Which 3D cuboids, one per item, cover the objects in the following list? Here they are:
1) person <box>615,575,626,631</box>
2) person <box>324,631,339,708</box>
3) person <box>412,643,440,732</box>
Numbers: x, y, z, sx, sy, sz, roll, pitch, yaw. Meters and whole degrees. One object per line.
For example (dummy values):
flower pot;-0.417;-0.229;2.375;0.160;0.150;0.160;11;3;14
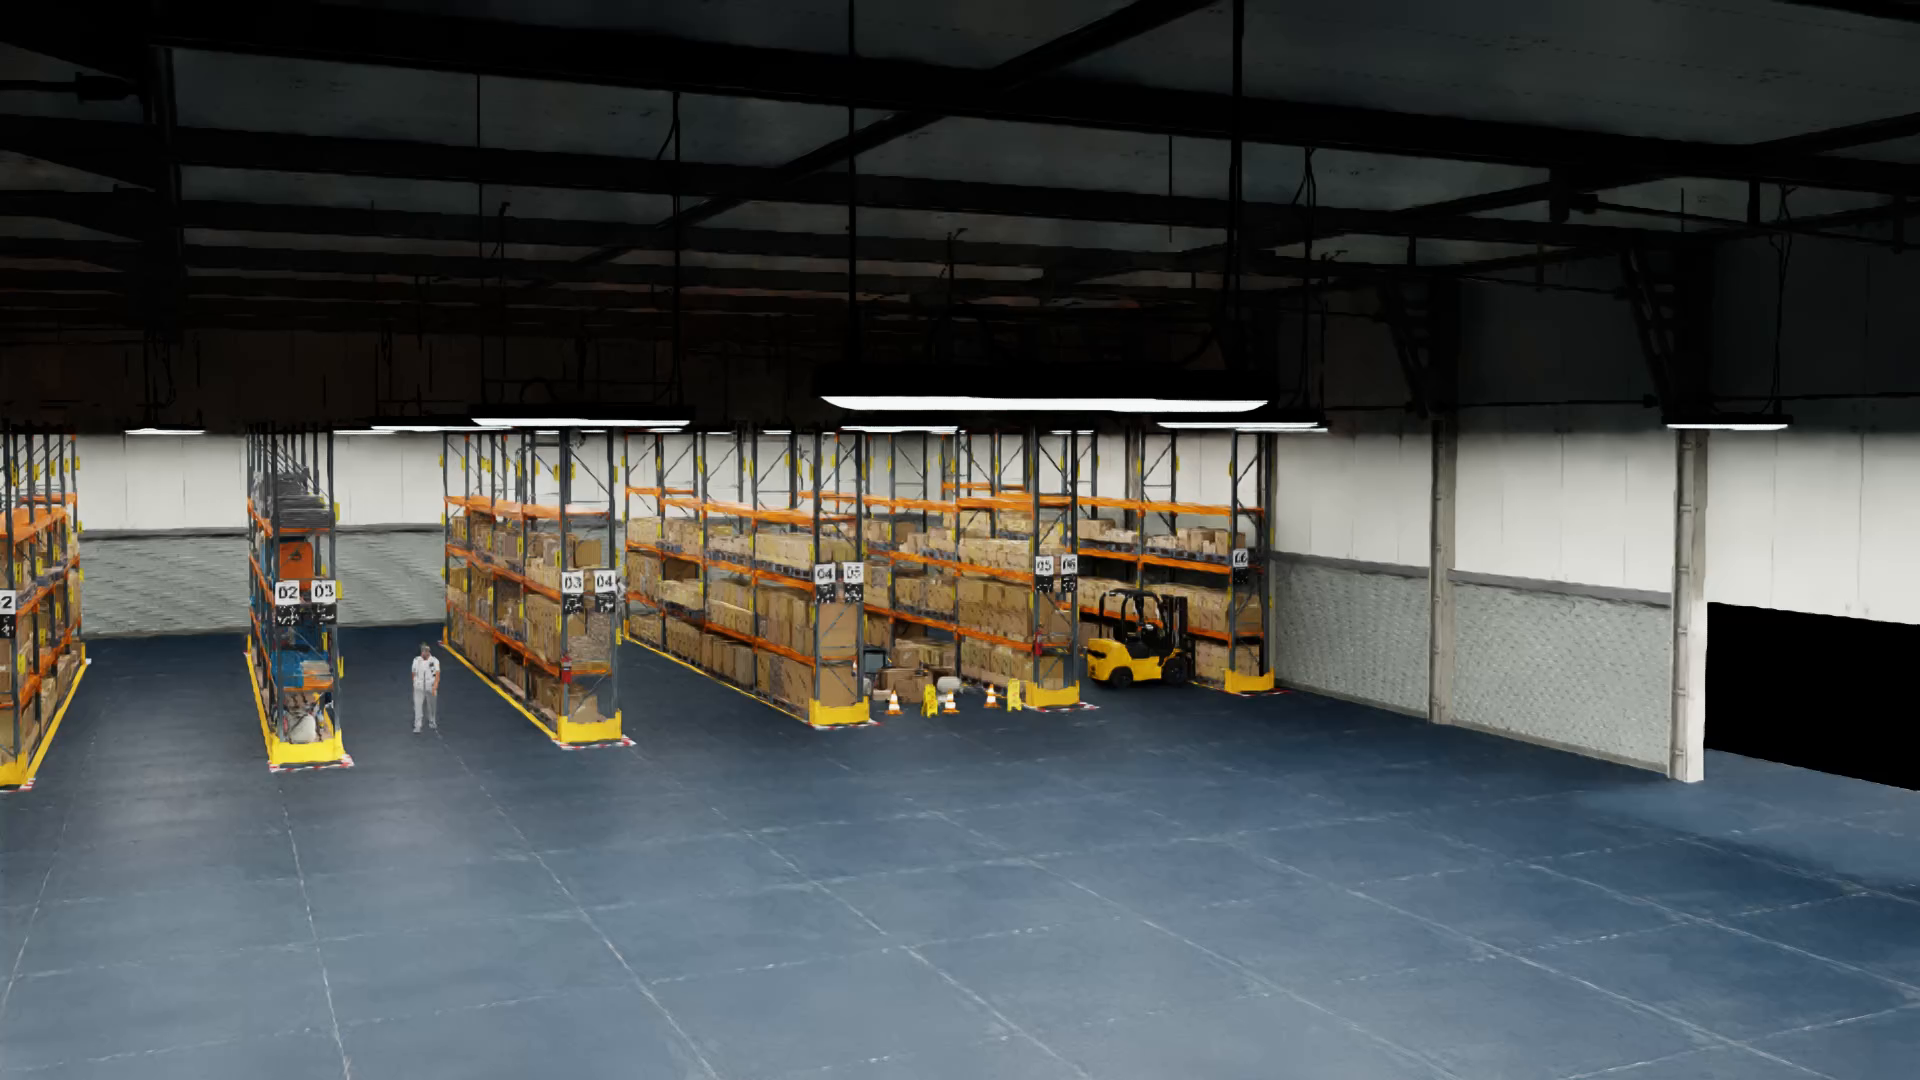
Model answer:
person;-9.986;1.843;48.918;0.519;1.662;0.551;1;4;13
person;-13.275;2.716;35.110;0.322;1.605;0.490;-3;5;-40
person;-10.371;2.832;32.310;0.532;1.707;1.040;-1;4;-16
